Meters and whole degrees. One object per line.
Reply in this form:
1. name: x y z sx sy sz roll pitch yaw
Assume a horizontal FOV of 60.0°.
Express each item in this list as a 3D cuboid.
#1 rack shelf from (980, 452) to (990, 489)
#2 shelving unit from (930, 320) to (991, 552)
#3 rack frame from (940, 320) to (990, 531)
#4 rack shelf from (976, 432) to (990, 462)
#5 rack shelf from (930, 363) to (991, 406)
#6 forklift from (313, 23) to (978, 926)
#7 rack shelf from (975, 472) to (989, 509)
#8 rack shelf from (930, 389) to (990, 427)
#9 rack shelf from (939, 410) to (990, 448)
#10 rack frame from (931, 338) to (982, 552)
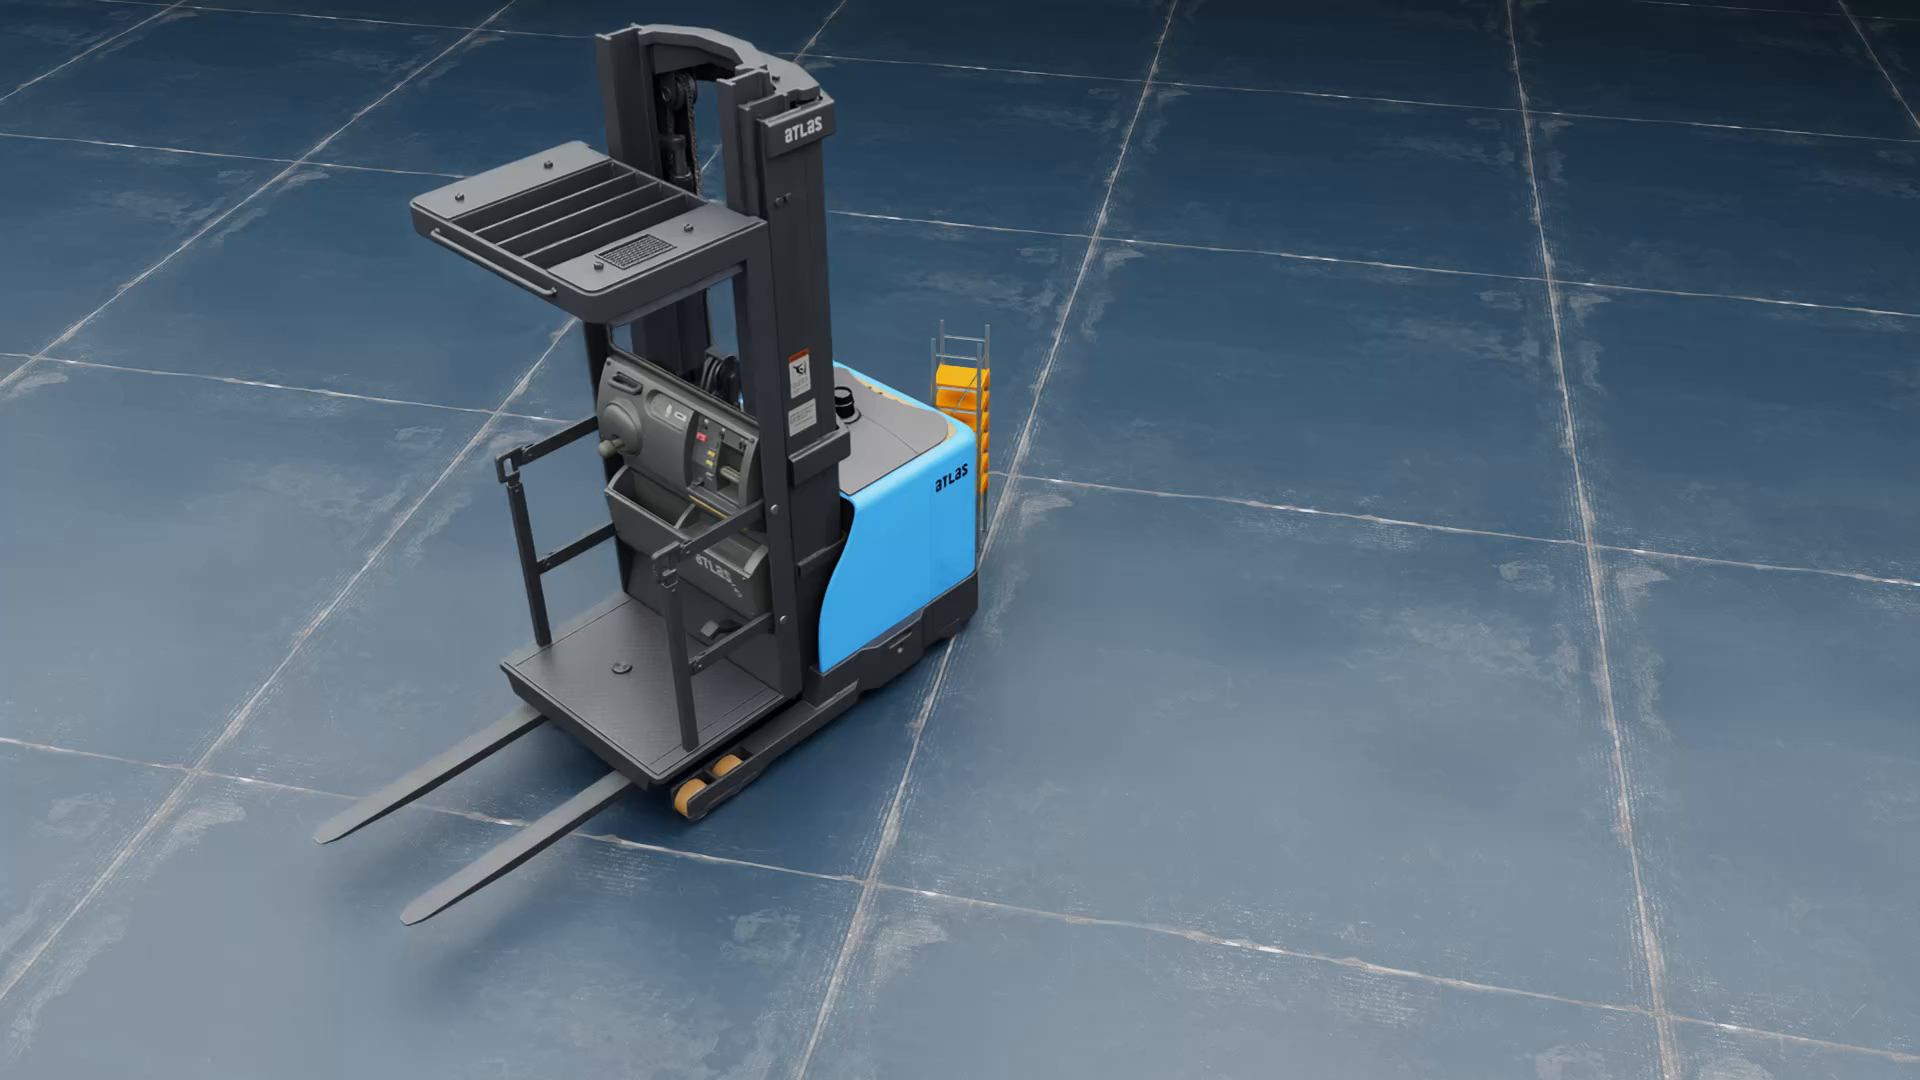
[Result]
1. rack shelf: 0.003 -0.361 8.276 0.258 0.103 0.180 7 37 10
2. shelving unit: 0.003 -0.494 8.179 0.258 1.200 0.189 7 37 10
3. rack frame: 0.023 -0.547 8.252 0.240 1.200 0.006 7 37 10
4. rack shelf: 0.003 -0.458 8.206 0.258 0.103 0.180 7 37 10
5. rack shelf: 0.003 -0.750 7.994 0.258 0.103 0.180 7 37 10
6. forklift: -1.278 -0.364 6.525 1.130 2.935 3.031 28 44 33
7. rack shelf: 0.003 -0.264 8.346 0.258 0.103 0.180 7 37 10
8. rack shelf: 0.003 -0.652 8.065 0.258 0.103 0.180 7 37 10
9. rack shelf: 0.003 -0.555 8.135 0.258 0.103 0.180 7 37 10
10. rack frame: -0.016 -0.442 8.107 0.240 1.200 0.006 7 37 10
